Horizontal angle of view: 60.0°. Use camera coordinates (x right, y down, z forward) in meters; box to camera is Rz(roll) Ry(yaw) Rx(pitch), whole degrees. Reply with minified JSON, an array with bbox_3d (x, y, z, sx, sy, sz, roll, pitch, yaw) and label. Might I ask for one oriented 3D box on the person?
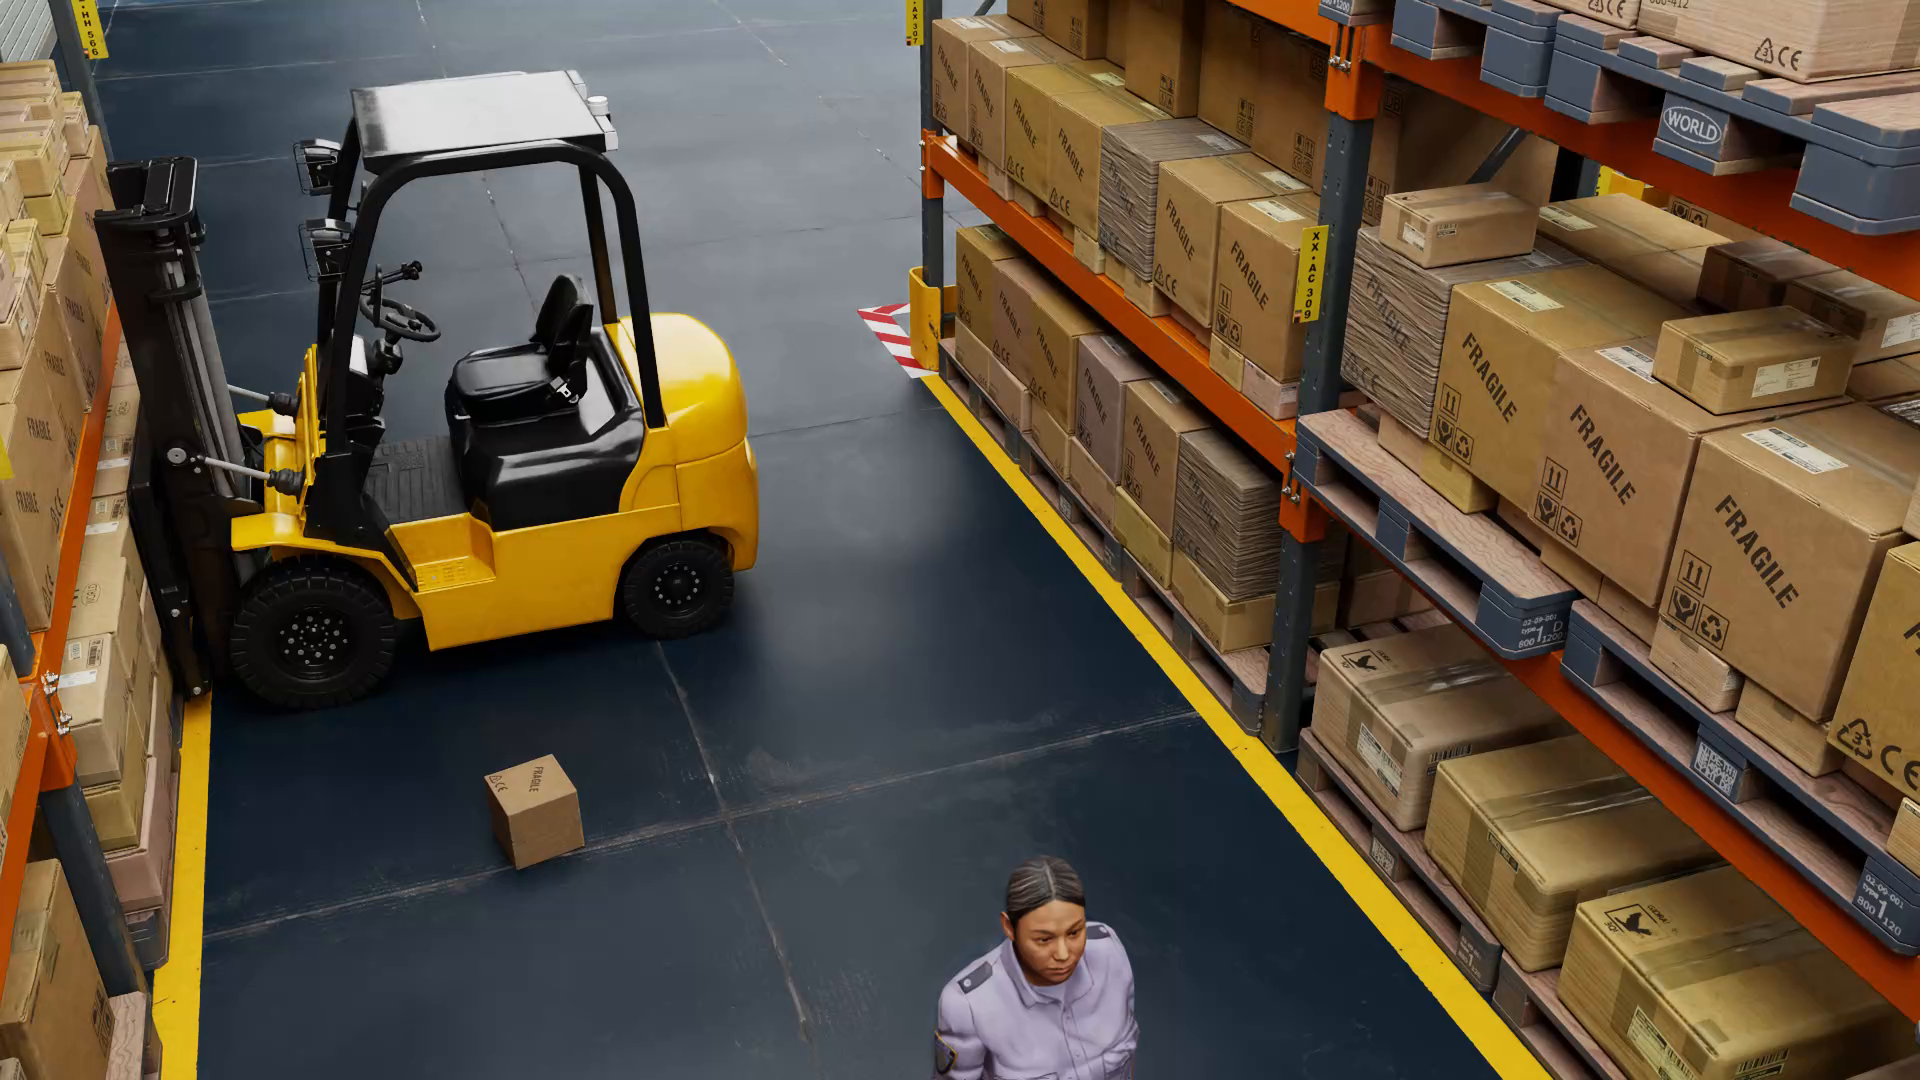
[{"bbox_3d":[0.208,1.412,3.675,0.508,1.674,0.435,-12,32,-20],"label":"person"}]
